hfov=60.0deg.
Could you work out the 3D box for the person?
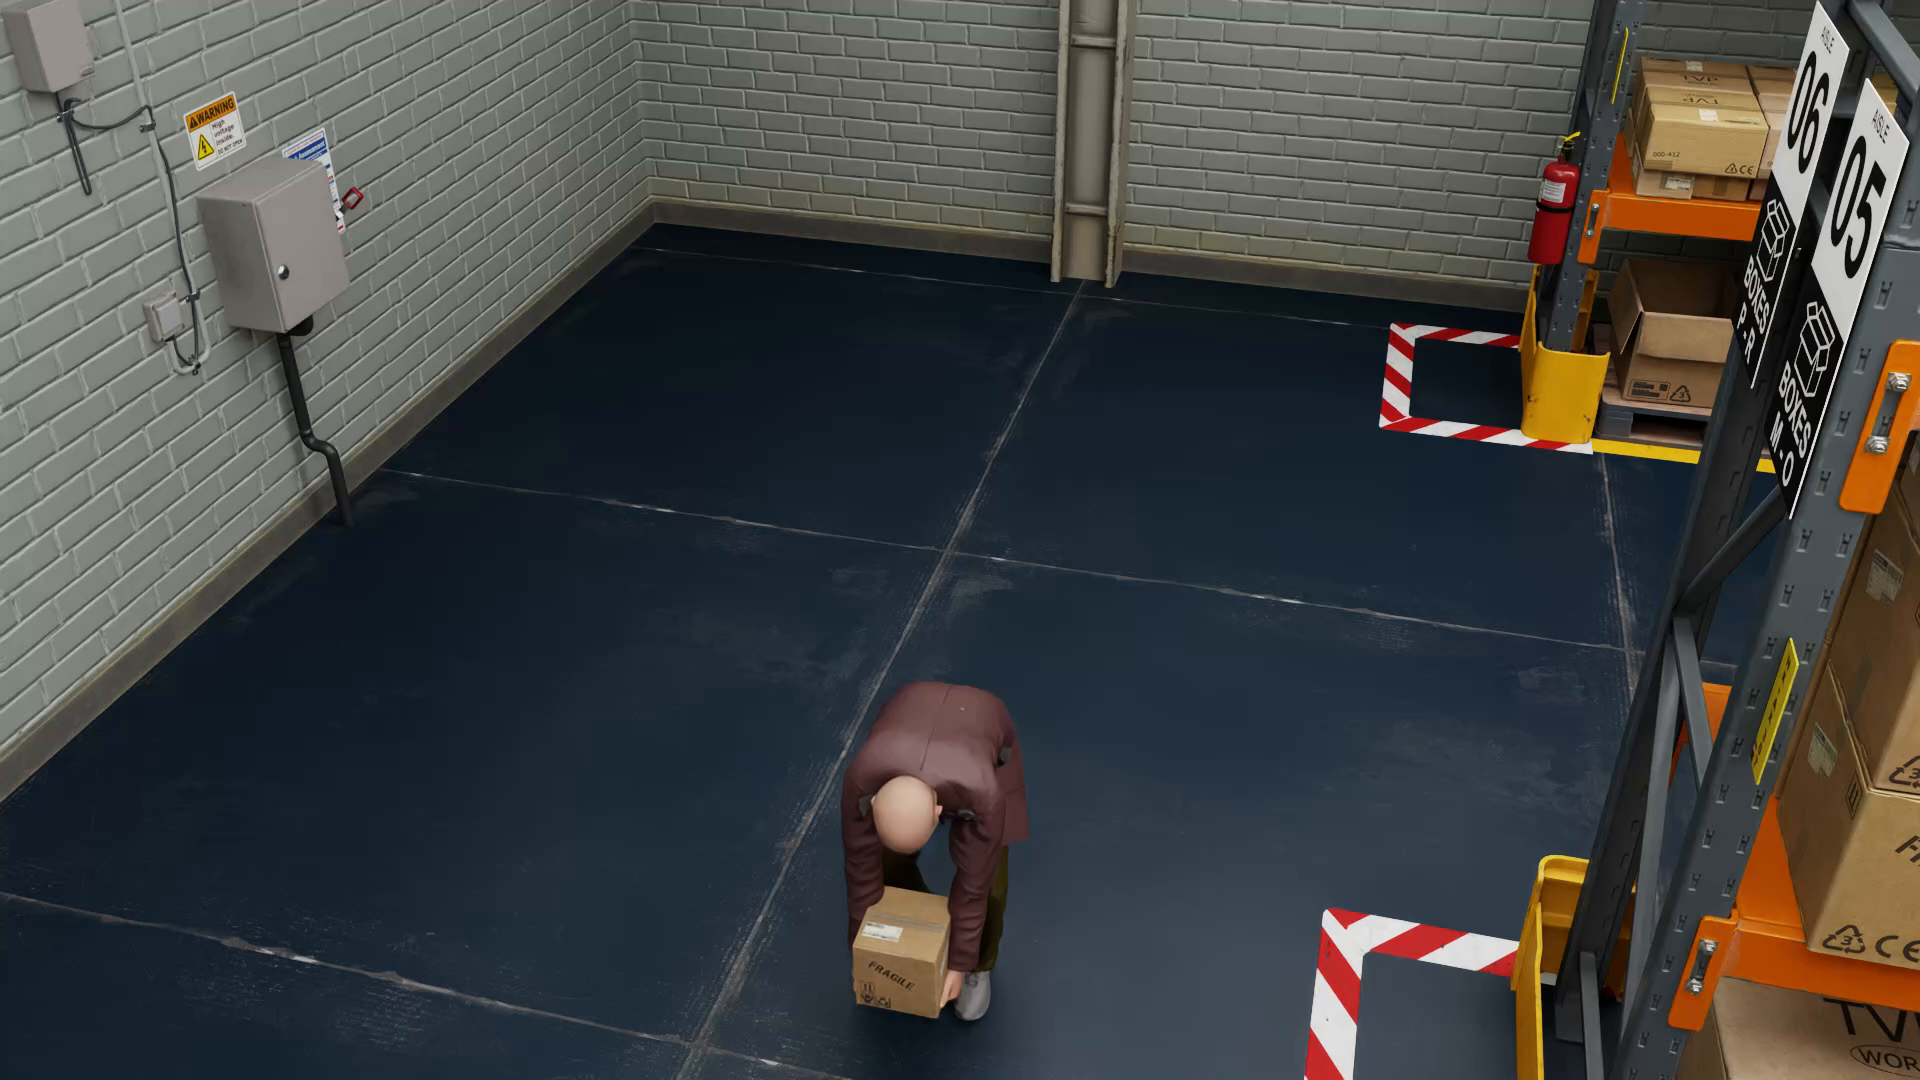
[{"bbox_3d":[-0.094,0.994,5.072,0.566,1.258,0.916,7,33,11],"label":"person"}]
